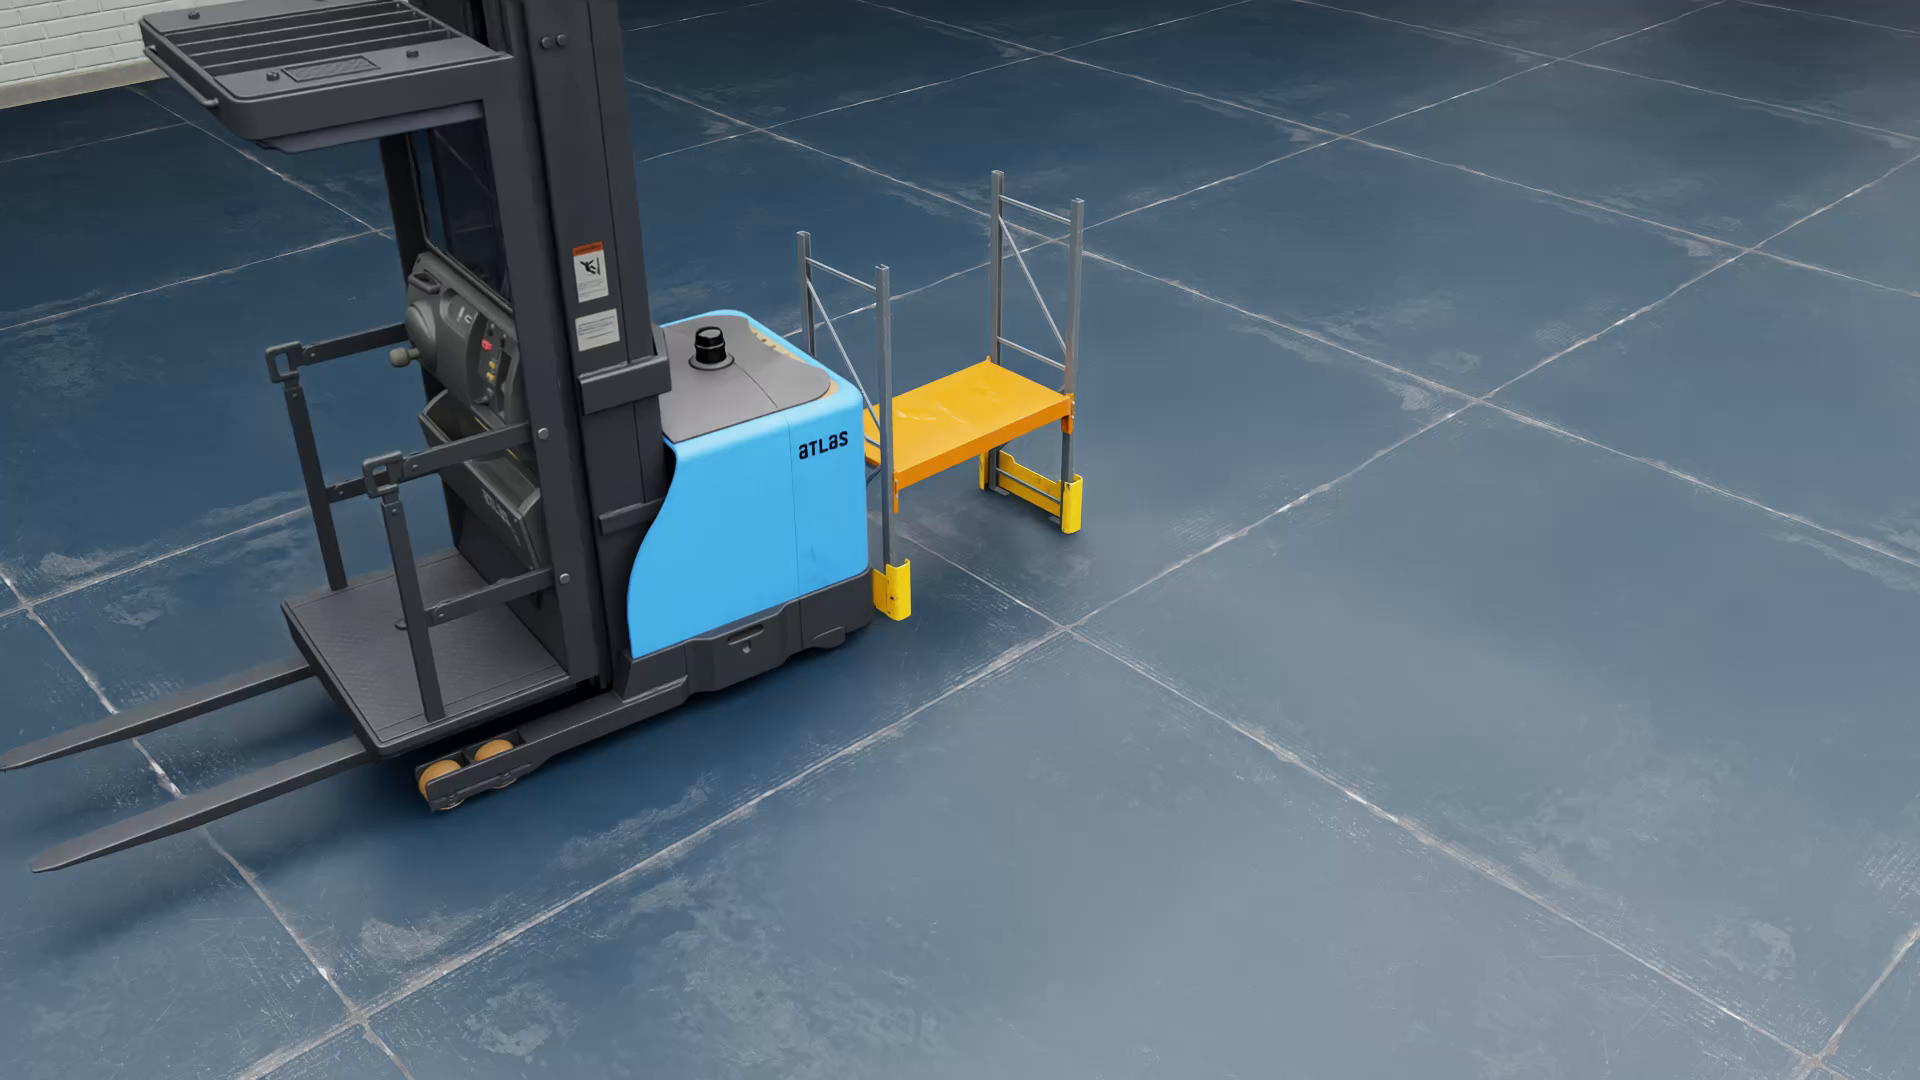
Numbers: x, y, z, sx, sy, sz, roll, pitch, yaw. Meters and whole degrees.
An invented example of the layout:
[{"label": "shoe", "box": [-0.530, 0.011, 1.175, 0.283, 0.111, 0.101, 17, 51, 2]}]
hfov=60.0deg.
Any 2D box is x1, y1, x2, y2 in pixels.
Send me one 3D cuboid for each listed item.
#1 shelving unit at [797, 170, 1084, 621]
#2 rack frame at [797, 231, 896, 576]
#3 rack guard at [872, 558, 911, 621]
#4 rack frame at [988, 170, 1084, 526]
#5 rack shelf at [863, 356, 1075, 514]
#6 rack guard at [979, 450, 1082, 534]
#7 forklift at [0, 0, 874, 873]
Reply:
[{"label": "shelving unit", "box": [-0.056, -0.613, 6.815, 1.083, 1.500, 0.587, -26, 40, -35]}, {"label": "rack frame", "box": [-0.435, -0.429, 6.514, 0.032, 1.500, 0.500, -26, 40, -35]}, {"label": "rack guard", "box": [-0.421, 0.097, 6.852, 0.087, 0.250, 0.587, -26, 40, -35]}, {"label": "rack frame", "box": [0.310, -0.790, 7.104, 0.032, 1.500, 0.500, -26, 40, -35]}, {"label": "rack shelf", "box": [-0.063, -0.456, 6.903, 1.000, 0.185, 0.538, -26, 40, -35]}, {"label": "rack guard", "box": [0.309, -0.256, 7.429, 0.087, 0.250, 0.587, -26, 40, -35]}, {"label": "forklift", "box": [-1.836, -0.636, 5.480, 3.031, 2.935, 1.130, -21, 37, -30]}]
